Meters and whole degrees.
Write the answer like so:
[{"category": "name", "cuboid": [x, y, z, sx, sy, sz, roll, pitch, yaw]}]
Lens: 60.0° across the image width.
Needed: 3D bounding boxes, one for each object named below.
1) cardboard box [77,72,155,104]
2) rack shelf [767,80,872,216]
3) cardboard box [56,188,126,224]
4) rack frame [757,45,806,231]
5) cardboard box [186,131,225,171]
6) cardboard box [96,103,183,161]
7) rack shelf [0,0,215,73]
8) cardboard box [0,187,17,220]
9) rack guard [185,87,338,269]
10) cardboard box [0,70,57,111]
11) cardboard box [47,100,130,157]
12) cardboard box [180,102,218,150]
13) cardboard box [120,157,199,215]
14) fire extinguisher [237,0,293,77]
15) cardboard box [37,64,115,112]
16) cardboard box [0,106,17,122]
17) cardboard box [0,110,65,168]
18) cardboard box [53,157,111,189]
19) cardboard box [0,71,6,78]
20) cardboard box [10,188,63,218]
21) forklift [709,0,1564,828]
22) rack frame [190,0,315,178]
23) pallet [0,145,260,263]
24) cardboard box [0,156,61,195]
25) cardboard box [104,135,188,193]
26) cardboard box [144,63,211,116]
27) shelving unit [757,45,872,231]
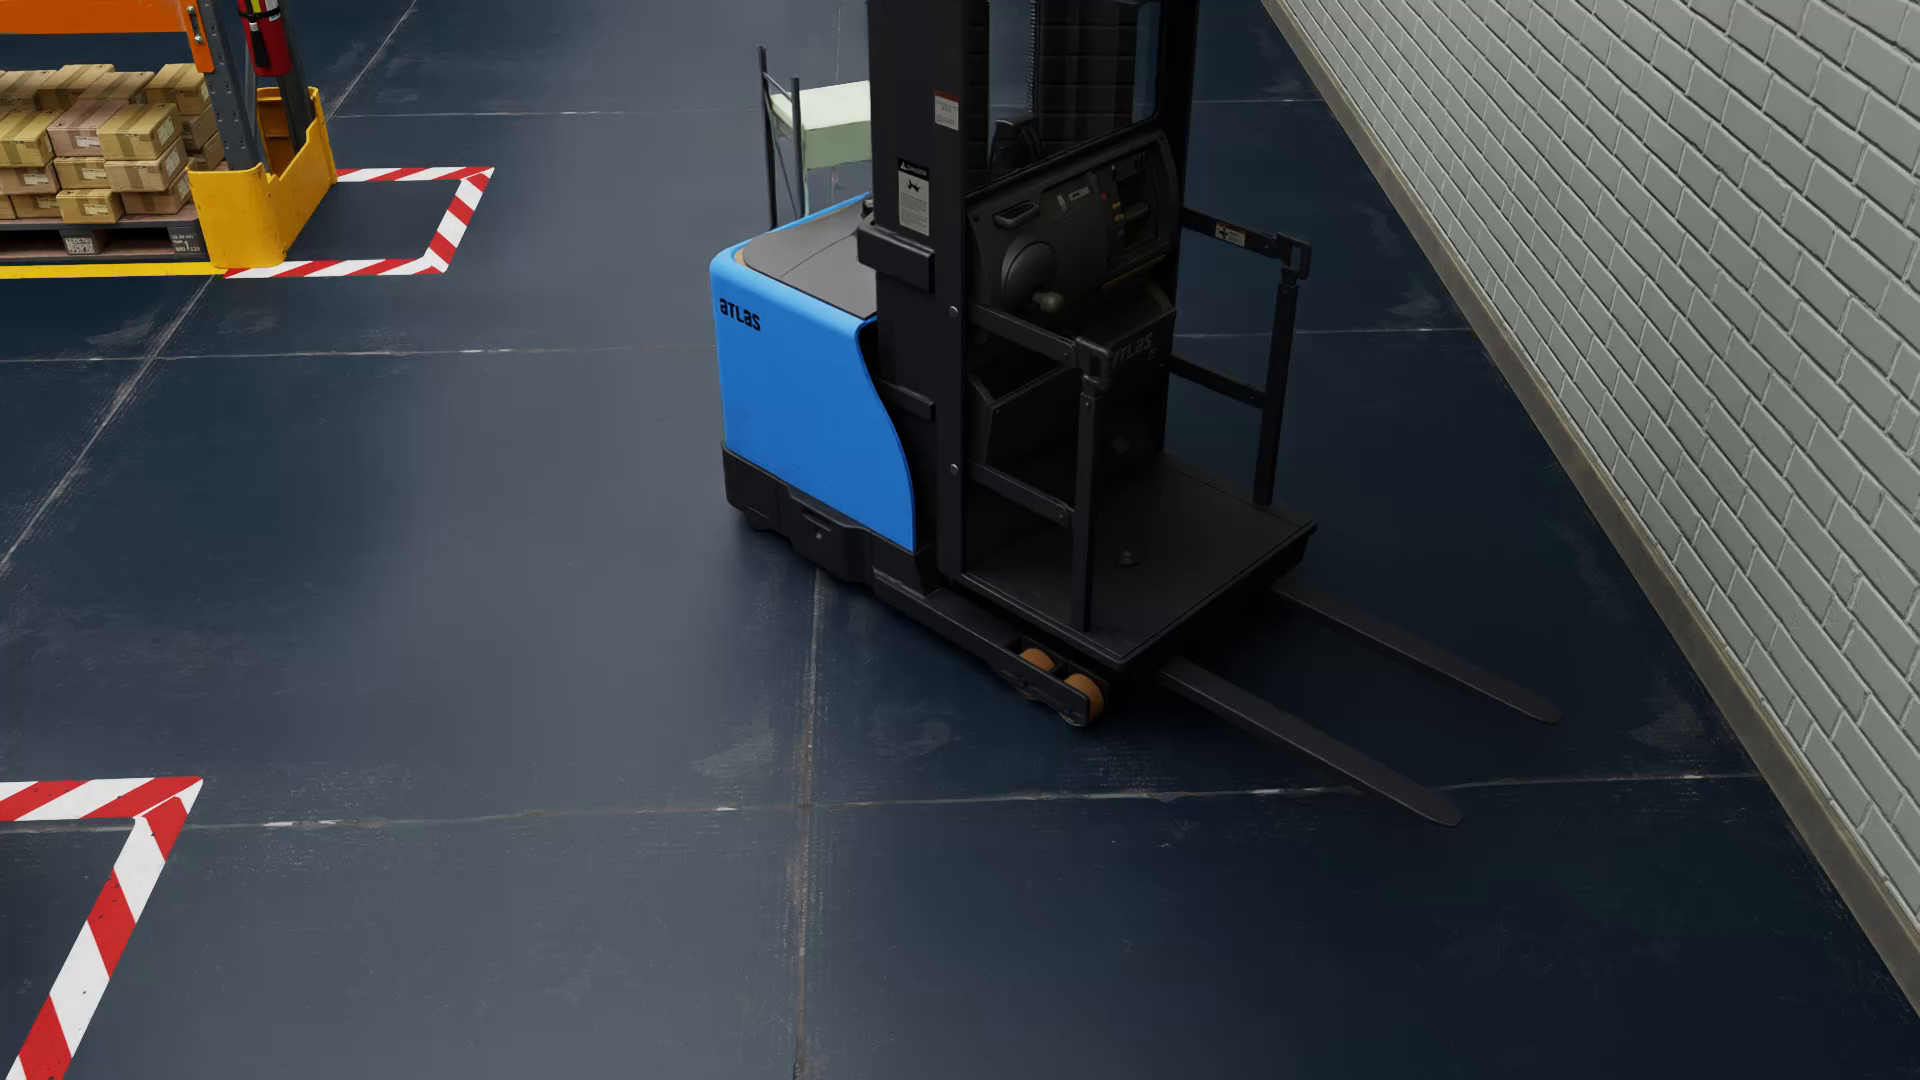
[{"category": "cardboard box", "cuboid": [-4.284, -2.252, 8.481, 0.250, 0.149, 0.380, -1, 35, -1]}, {"category": "rack shelf", "cuboid": [-0.347, -1.574, 6.521, 0.720, 0.370, 0.431, -15, 37, -20]}, {"category": "cardboard box", "cuboid": [-4.243, -1.707, 8.217, 0.250, 0.149, 0.380, -1, 35, -1]}, {"category": "rack frame", "cuboid": [-0.679, -1.166, 6.617, 0.023, 1.500, 0.400, -15, 37, -20]}, {"category": "cardboard box", "cuboid": [-4.014, -2.072, 8.744, 0.250, 0.149, 0.380, -1, 35, -1]}, {"category": "cardboard box", "cuboid": [-3.992, -1.990, 8.103, 0.250, 0.149, 0.380, -1, 35, -2]}, {"category": "rack shelf", "cuboid": [-5.473, -2.554, 7.937, 4.000, 0.370, 1.077, -2, 35, -2]}, {"category": "cardboard box", "cuboid": [-4.757, -1.735, 8.257, 0.250, 0.149, 0.380, -1, 35, -2]}, {"category": "rack guard", "cuboid": [-3.551, -1.874, 8.518, 0.348, 0.500, 1.175, -2, 35, -2]}, {"category": "cardboard box", "cuboid": [-4.786, -2.264, 8.499, 0.250, 0.149, 0.380, -3, 35, -5]}, {"category": "cardboard box", "cuboid": [-4.246, -2.016, 8.141, 0.250, 0.149, 0.380, -1, 35, -1]}, {"category": "cardboard box", "cuboid": [-4.011, -2.158, 8.607, 0.250, 0.149, 0.380, 0, 35, 0]}, {"category": "cardboard box", "cuboid": [-3.991, -1.771, 8.310, 0.250, 0.149, 0.380, -1, 35, -1]}, {"category": "fire extinguisher", "cuboid": [-3.202, -2.463, 7.569, 0.183, 0.674, 0.296, -2, 35, -2]}, {"category": "cardboard box", "cuboid": [-4.542, -2.318, 8.577, 0.250, 0.149, 0.380, -2, 35, -2]}, {"category": "cardboard box", "cuboid": [-4.760, -1.966, 8.068, 0.250, 0.149, 0.380, -3, 35, -4]}, {"category": "cardboard box", "cuboid": [-4.499, -1.937, 8.026, 0.250, 0.149, 0.380, -2, 35, -3]}, {"category": "cardboard box", "cuboid": [-4.253, -1.873, 8.196, 0.250, 0.149, 0.380, -2, 35, -3]}, {"category": "cardboard box", "cuboid": [-5.063, -2.262, 8.496, 0.250, 0.149, 0.380, 0, 35, 0]}, {"category": "cardboard box", "cuboid": [-4.511, -1.749, 8.277, 0.250, 0.149, 0.380, -2, 35, -2]}, {"category": "forklift", "cuboid": [0.522, -0.941, 5.034, 3.031, 2.935, 1.130, 28, 44, 34]}, {"category": "rack frame", "cuboid": [-3.475, -2.904, 7.810, 0.127, 3.000, 1.000, -2, 35, -2]}, {"category": "pallet", "cuboid": [-4.364, -1.753, 8.598, 1.213, 0.211, 1.003, -2, 35, -2]}, {"category": "cardboard box", "cuboid": [-4.508, -1.835, 8.140, 0.250, 0.149, 0.380, -3, 35, -4]}, {"category": "cardboard box", "cuboid": [-3.989, -1.850, 8.162, 0.250, 0.149, 0.380, -2, 35, -4]}, {"category": "cardboard box", "cuboid": [-4.015, -2.328, 8.591, 0.250, 0.149, 0.380, -3, 35, -4]}, {"category": "shelving unit", "cuboid": [-0.347, -1.253, 6.743, 0.755, 1.500, 0.431, -15, 37, -20]}]
